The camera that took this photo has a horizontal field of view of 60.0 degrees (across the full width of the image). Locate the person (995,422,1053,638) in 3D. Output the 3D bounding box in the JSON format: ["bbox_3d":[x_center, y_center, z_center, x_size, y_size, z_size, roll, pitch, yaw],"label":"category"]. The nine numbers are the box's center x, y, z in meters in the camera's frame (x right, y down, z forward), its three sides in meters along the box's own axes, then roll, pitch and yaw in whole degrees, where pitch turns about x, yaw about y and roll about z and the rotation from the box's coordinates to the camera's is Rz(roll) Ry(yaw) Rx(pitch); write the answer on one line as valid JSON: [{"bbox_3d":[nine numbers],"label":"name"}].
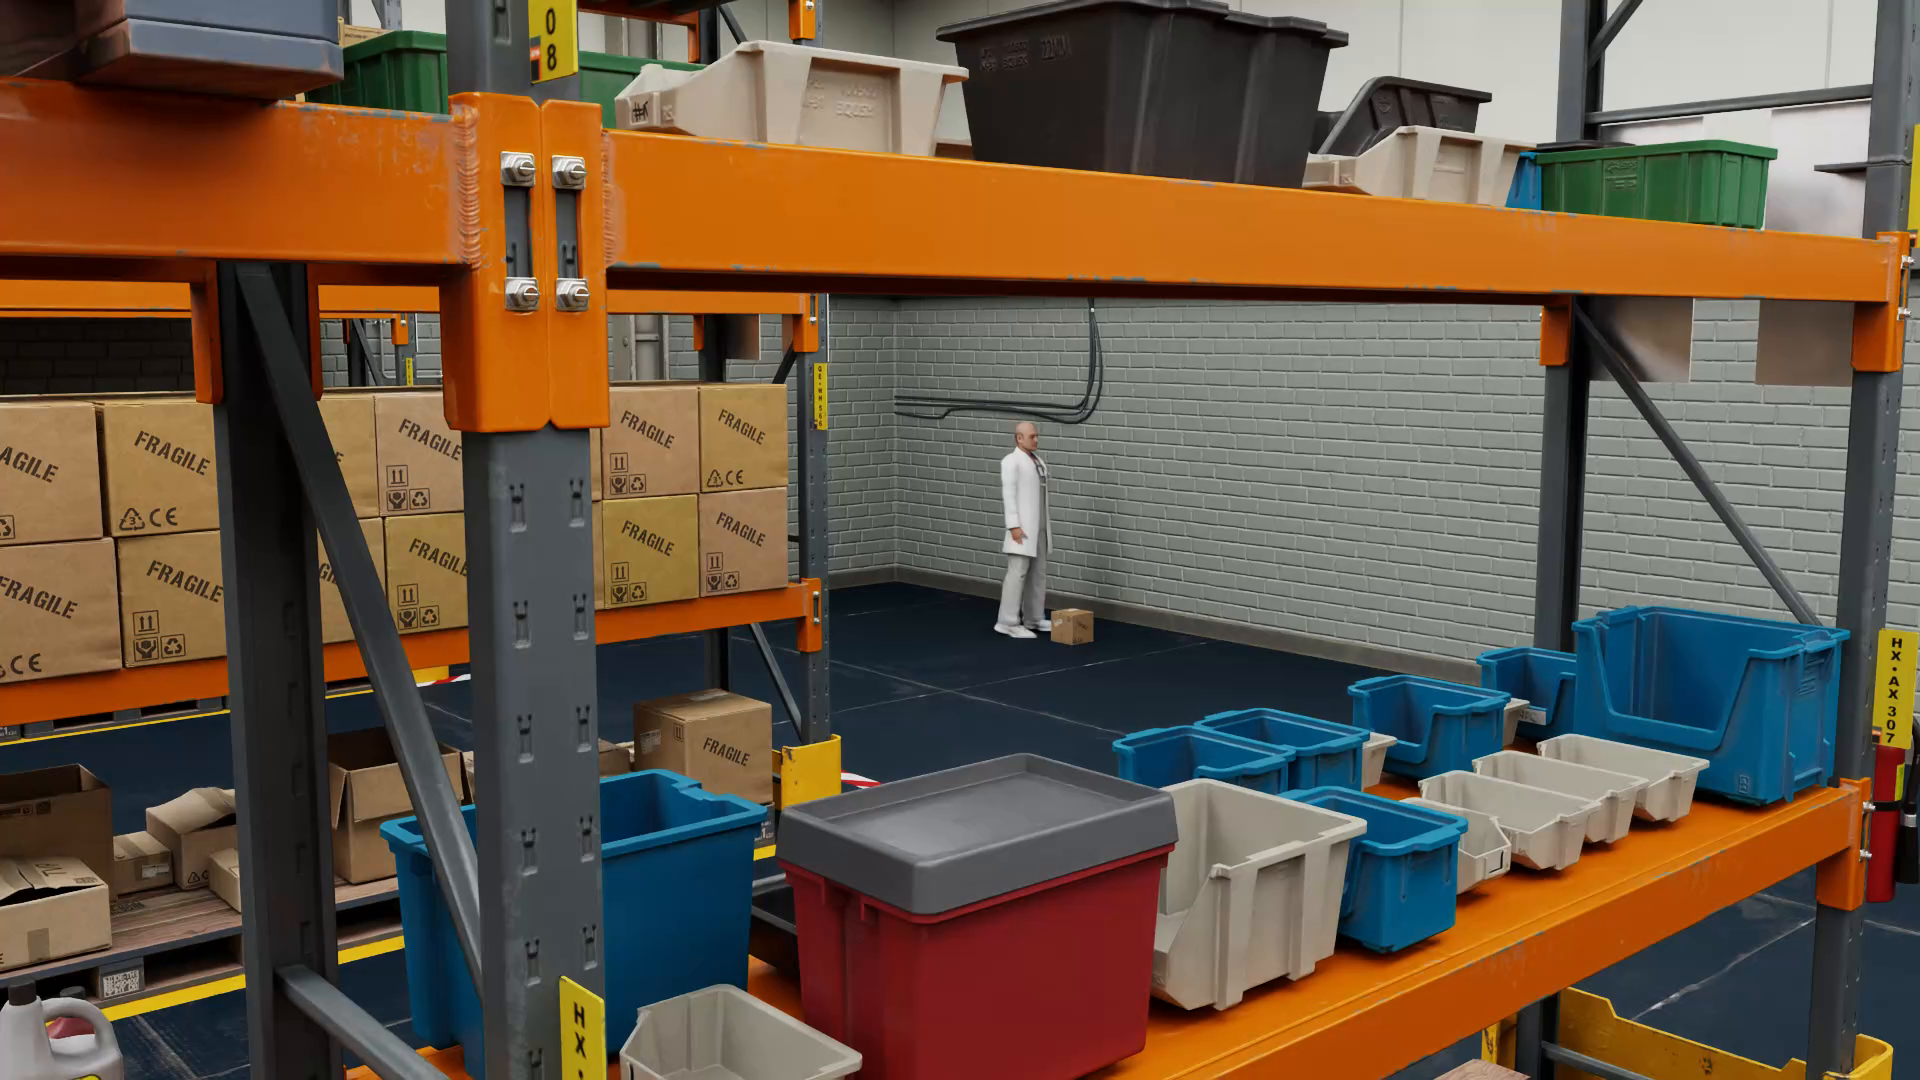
[{"bbox_3d":[0.623,-0.085,14.033,0.436,1.818,0.624,5,9,35],"label":"person"}]
